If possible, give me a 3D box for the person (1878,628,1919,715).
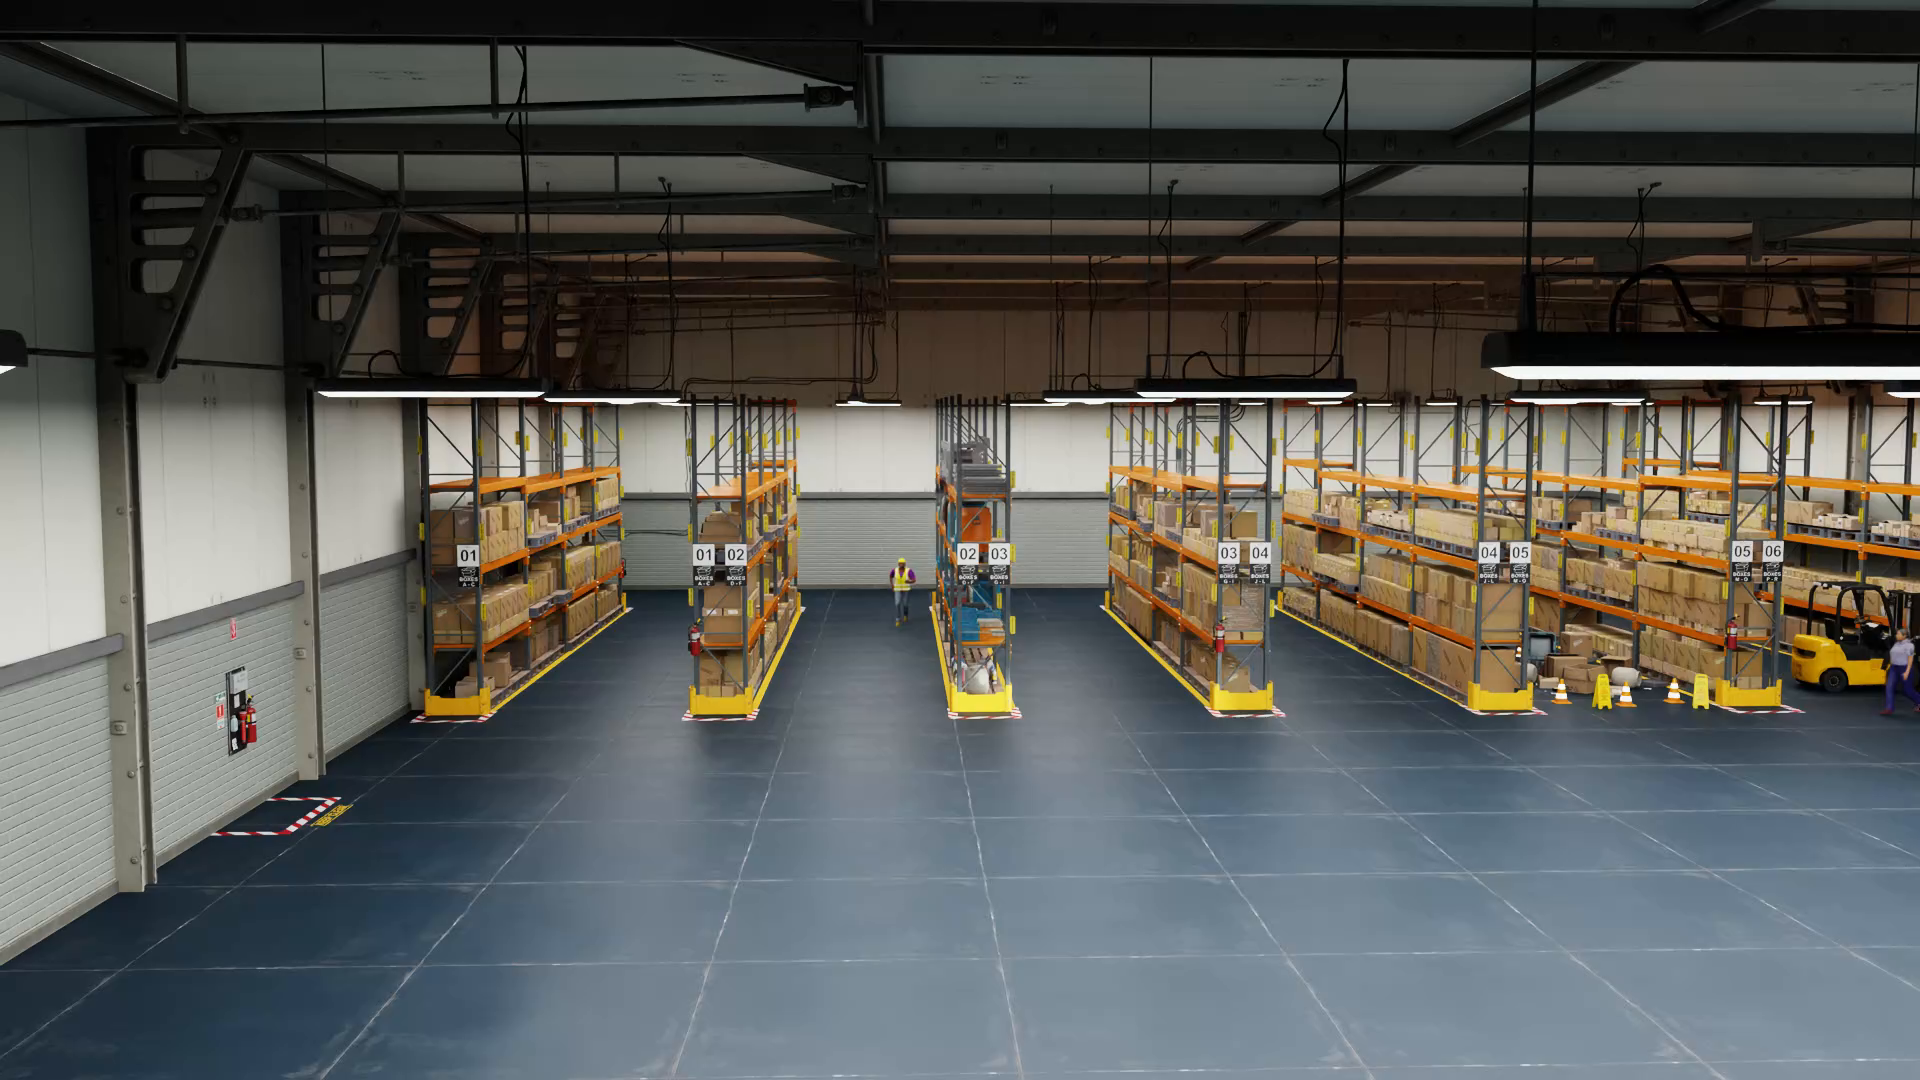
[{"bbox_3d":[17.652,2.457,31.118,0.873,1.621,0.459,-2,5,-24],"label":"person"}]

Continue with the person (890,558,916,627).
[{"bbox_3d":[-1.524,1.372,44.181,0.713,1.809,0.751,0,5,3],"label":"person"}]
